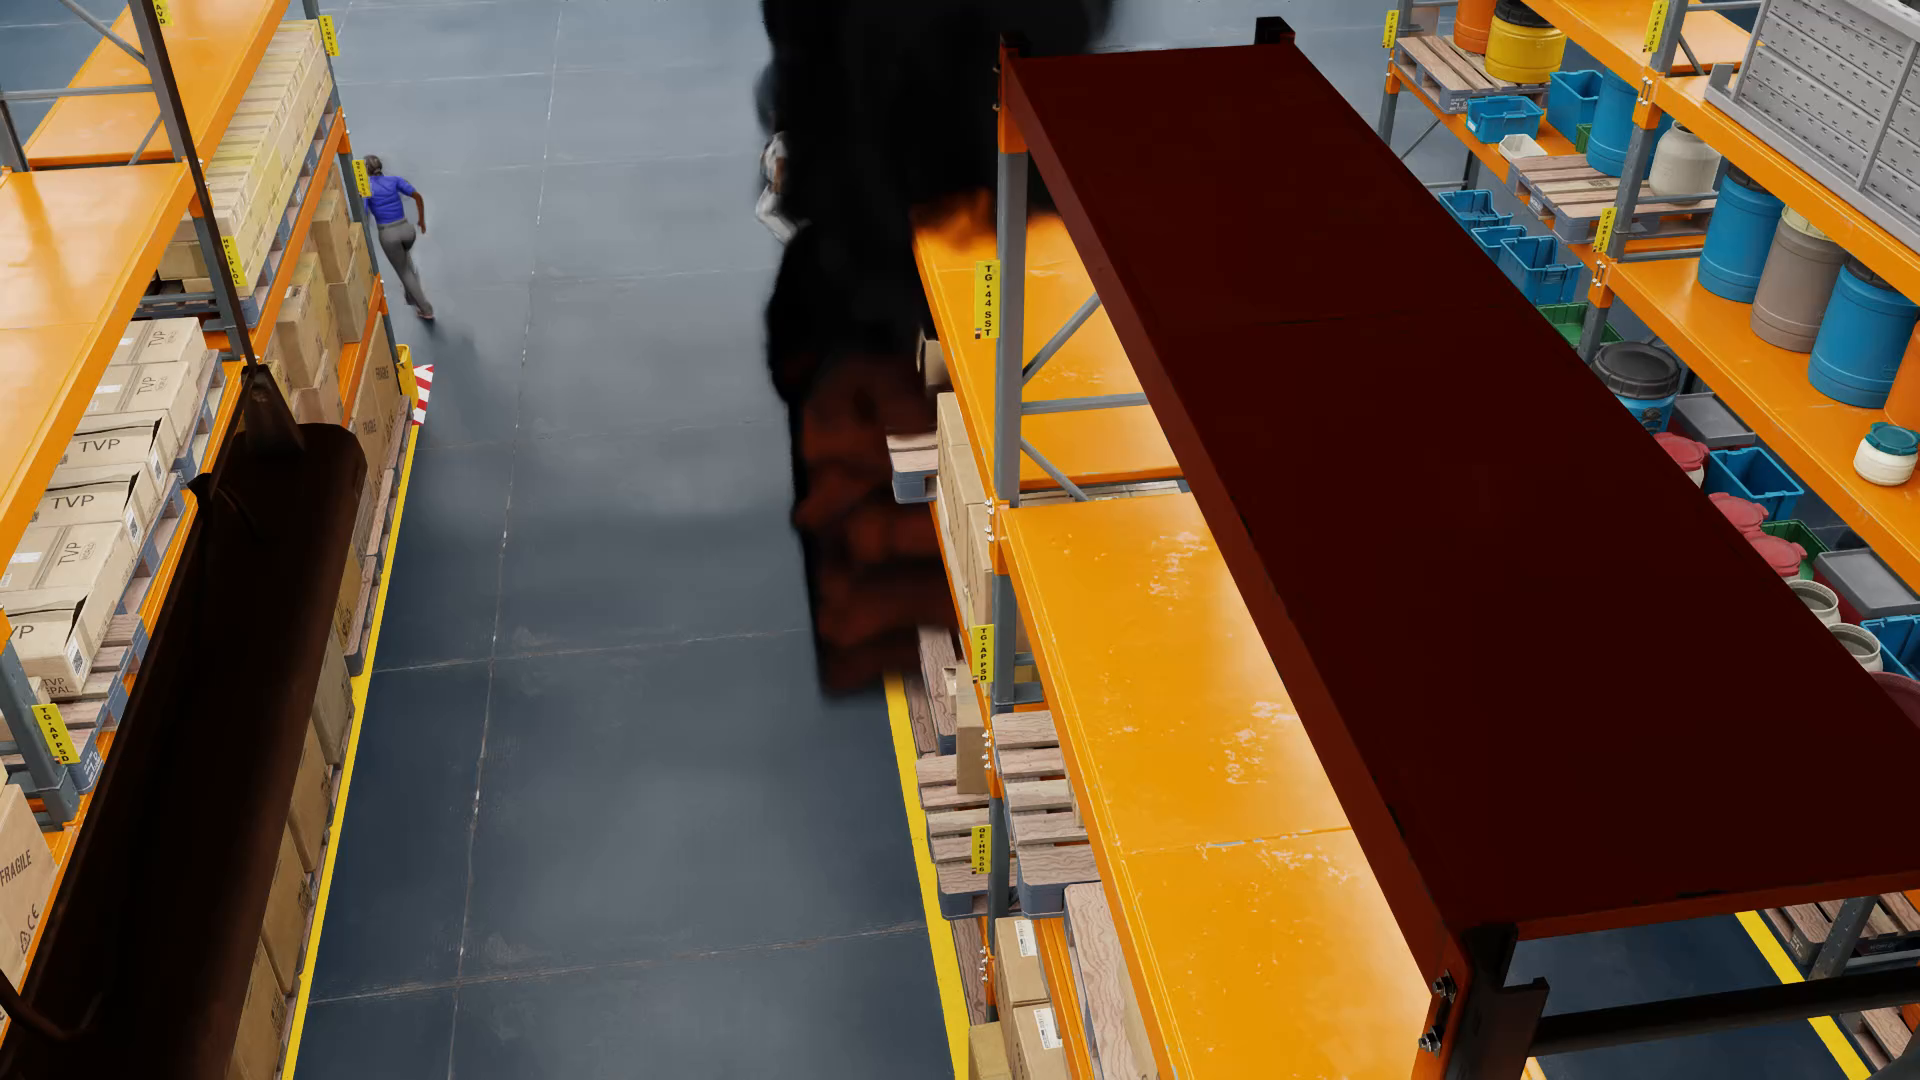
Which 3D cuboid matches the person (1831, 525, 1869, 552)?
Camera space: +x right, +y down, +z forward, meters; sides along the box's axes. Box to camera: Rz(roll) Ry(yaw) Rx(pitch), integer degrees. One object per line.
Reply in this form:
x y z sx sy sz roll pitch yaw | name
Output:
6.728 -0.109 12.083 0.683 1.808 0.845 -9 37 -12 | person

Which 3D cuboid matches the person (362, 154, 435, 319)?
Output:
-5.491 -2.940 16.157 0.599 1.602 0.816 -27 44 -32 | person

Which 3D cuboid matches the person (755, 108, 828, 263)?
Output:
-1.779 -3.589 16.948 0.800 1.607 0.621 24 43 29 | person
